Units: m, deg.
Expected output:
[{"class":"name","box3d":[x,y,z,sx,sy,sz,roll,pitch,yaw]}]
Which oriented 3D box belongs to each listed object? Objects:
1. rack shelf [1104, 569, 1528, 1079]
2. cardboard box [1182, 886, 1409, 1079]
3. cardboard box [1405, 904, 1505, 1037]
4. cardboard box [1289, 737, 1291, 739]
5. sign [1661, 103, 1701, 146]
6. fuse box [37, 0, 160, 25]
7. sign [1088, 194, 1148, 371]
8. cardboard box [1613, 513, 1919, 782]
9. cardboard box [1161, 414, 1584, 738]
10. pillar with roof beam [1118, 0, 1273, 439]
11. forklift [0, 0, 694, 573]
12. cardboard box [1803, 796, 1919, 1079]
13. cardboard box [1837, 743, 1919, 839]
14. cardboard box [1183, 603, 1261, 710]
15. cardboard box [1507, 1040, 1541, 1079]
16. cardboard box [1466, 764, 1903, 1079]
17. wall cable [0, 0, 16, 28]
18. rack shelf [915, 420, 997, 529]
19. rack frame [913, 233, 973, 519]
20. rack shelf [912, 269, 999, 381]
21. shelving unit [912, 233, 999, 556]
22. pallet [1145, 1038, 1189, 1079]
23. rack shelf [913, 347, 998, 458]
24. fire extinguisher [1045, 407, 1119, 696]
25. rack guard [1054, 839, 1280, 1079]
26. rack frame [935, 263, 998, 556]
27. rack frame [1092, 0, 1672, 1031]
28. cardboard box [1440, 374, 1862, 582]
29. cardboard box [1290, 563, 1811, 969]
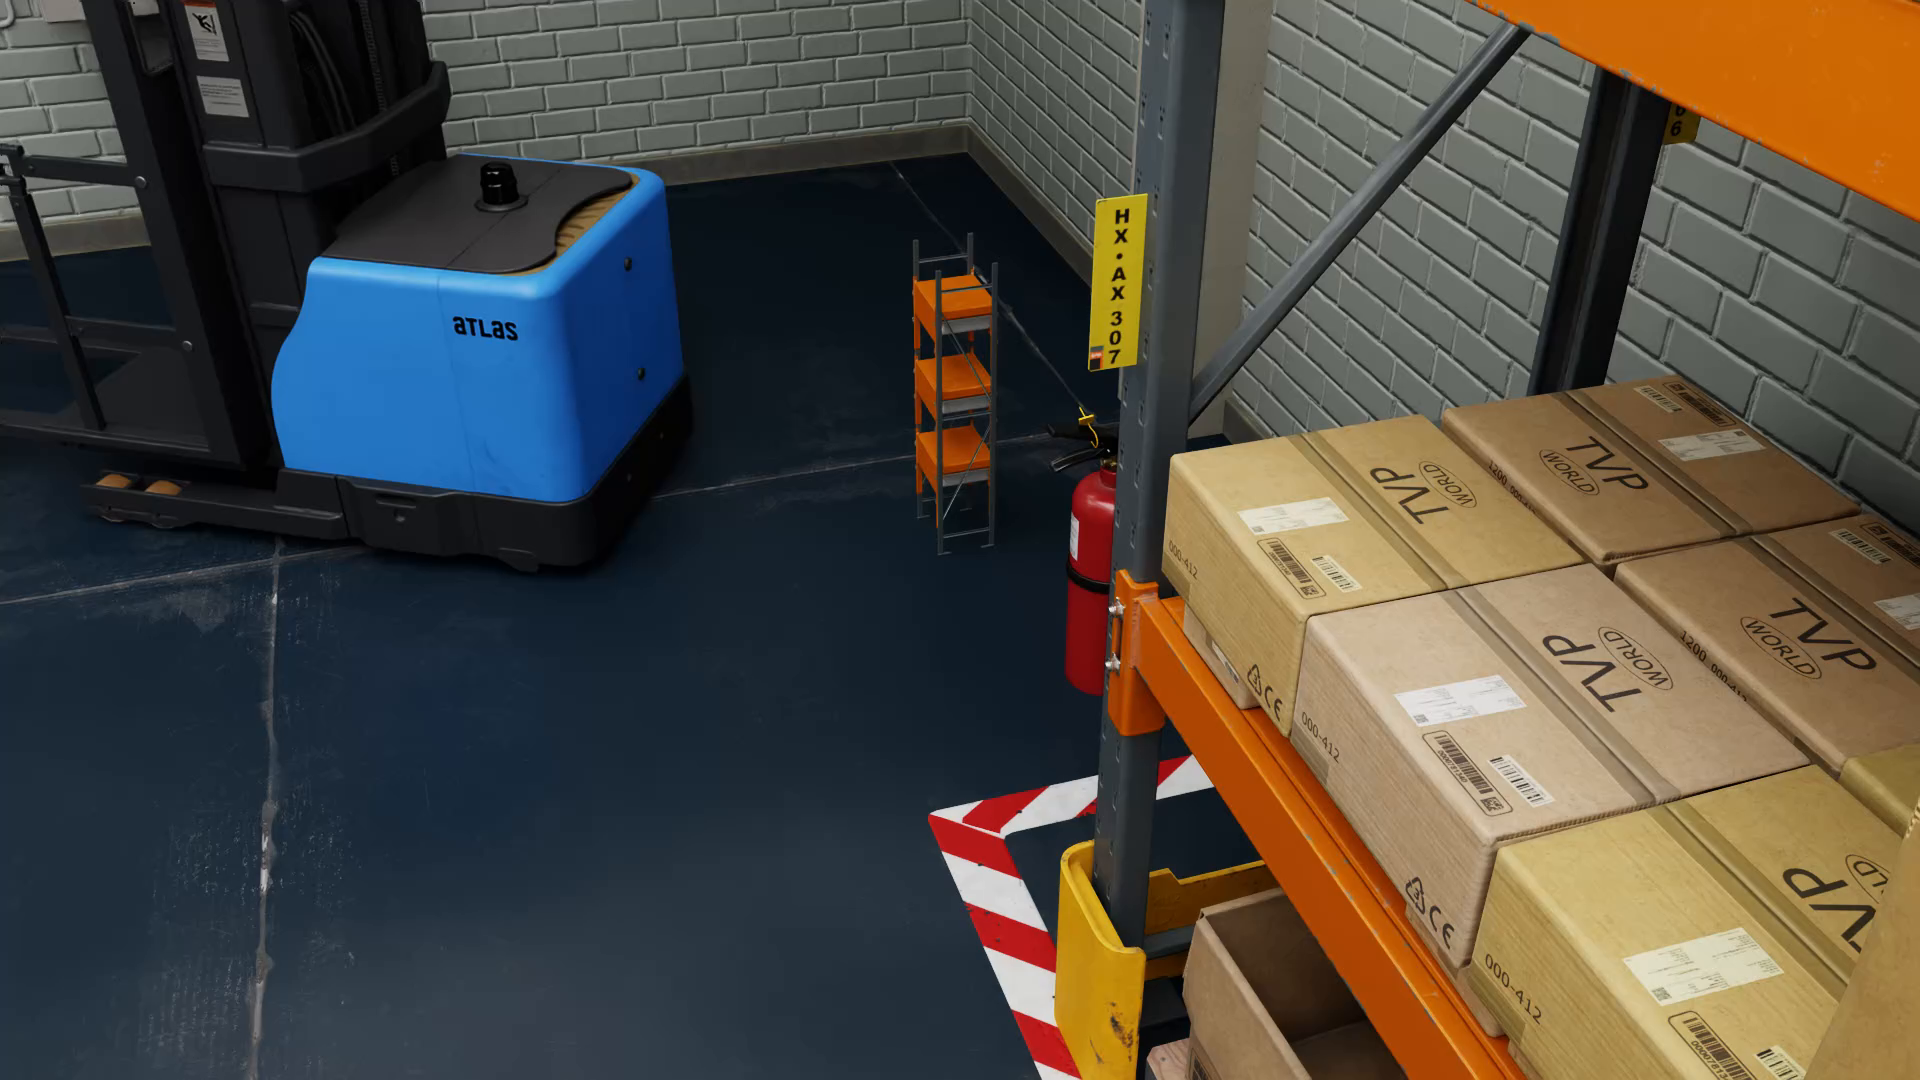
[{"class":"rack shelf","box3d":[1.406,1.171,1.909,1.077,0.370,4.000,-10,35,-15]},{"class":"cardboard box","box3d":[0.892,1.024,3.362,0.797,0.503,0.637,-11,35,-17]},{"class":"cardboard box","box3d":[0.889,0.546,2.431,0.380,0.149,0.250,-9,34,-13]},{"class":"cardboard box","box3d":[0.757,0.270,2.848,0.380,0.149,0.250,-9,35,-14]},{"class":"sign","box3d":[1.331,-0.877,3.019,0.100,0.325,0.005,-10,35,-15]},{"class":"fuse box","box3d":[-3.627,-2.038,7.282,0.539,1.711,0.414,-10,35,-15]},{"class":"sign","box3d":[0.279,-0.449,2.923,0.100,0.325,0.005,-10,35,-15]},{"class":"cardboard box","box3d":[1.345,0.227,2.551,0.500,0.250,0.500,-10,35,-15]},{"class":"cardboard box","box3d":[0.678,0.043,2.830,0.500,0.250,0.500,-10,35,-14]},{"class":"pillar with roof beam","box3d":[-3.268,-3.525,2.922,9.100,9.000,0.400,-10,35,-15]},{"class":"forklift","box3d":[-2.575,-1.535,5.415,3.031,2.935,1.130,7,34,11]},{"class":"cardboard box","box3d":[1.136,0.518,1.432,0.500,0.500,0.500,-9,35,-14]},{"class":"cardboard box","box3d":[1.492,0.488,2.157,0.500,0.250,0.500,-9,34,-13]},{"class":"cardboard box","box3d":[0.635,0.145,3.038,0.380,0.149,0.250,-10,35,-15]},{"class":"cardboard box","box3d":[0.975,0.684,2.222,0.380,0.149,0.250,-9,35,-14]},{"class":"cardboard box","box3d":[0.990,0.573,2.028,0.500,0.250,0.500,-11,35,-16]},{"class":"wall cable","box3d":[-4.325,-2.967,6.598,0.588,1.984,0.122,-10,35,-15]},{"class":"rack shelf","box3d":[-0.016,-0.225,5.662,0.215,0.259,0.240,-10,35,-15]},{"class":"rack frame","box3d":[-0.054,-0.530,5.600,0.200,1.050,0.008,-10,35,-15]},{"class":"rack shelf","box3d":[-0.016,-0.694,5.352,0.215,0.259,0.240,-10,35,-15]},{"class":"shelving unit","box3d":[-0.016,-0.466,5.503,0.215,1.050,0.252,-10,35,-15]},{"class":"pallet","box3d":[1.063,1.443,3.375,1.003,0.211,1.213,-10,35,-15]},{"class":"rack shelf","box3d":[-0.016,-0.457,5.509,0.215,0.259,0.240,-10,35,-15]},{"class":"fire extinguisher","box3d":[0.311,0.009,3.423,0.296,0.674,0.183,-10,35,-15]},{"class":"rack guard","box3d":[0.819,0.904,3.929,1.175,0.500,0.348,-10,35,-15]},{"class":"rack frame","box3d":[0.021,-0.402,5.406,0.200,1.050,0.008,-10,35,-15]},{"class":"rack frame","box3d":[0.796,-0.179,3.300,1.000,3.000,0.127,-10,35,-15]},{"class":"cardboard box","box3d":[1.189,-0.044,2.961,0.500,0.250,0.500,-9,35,-13]},{"class":"cardboard box","box3d":[0.832,0.308,2.430,0.500,0.250,0.500,-10,35,-14]}]
